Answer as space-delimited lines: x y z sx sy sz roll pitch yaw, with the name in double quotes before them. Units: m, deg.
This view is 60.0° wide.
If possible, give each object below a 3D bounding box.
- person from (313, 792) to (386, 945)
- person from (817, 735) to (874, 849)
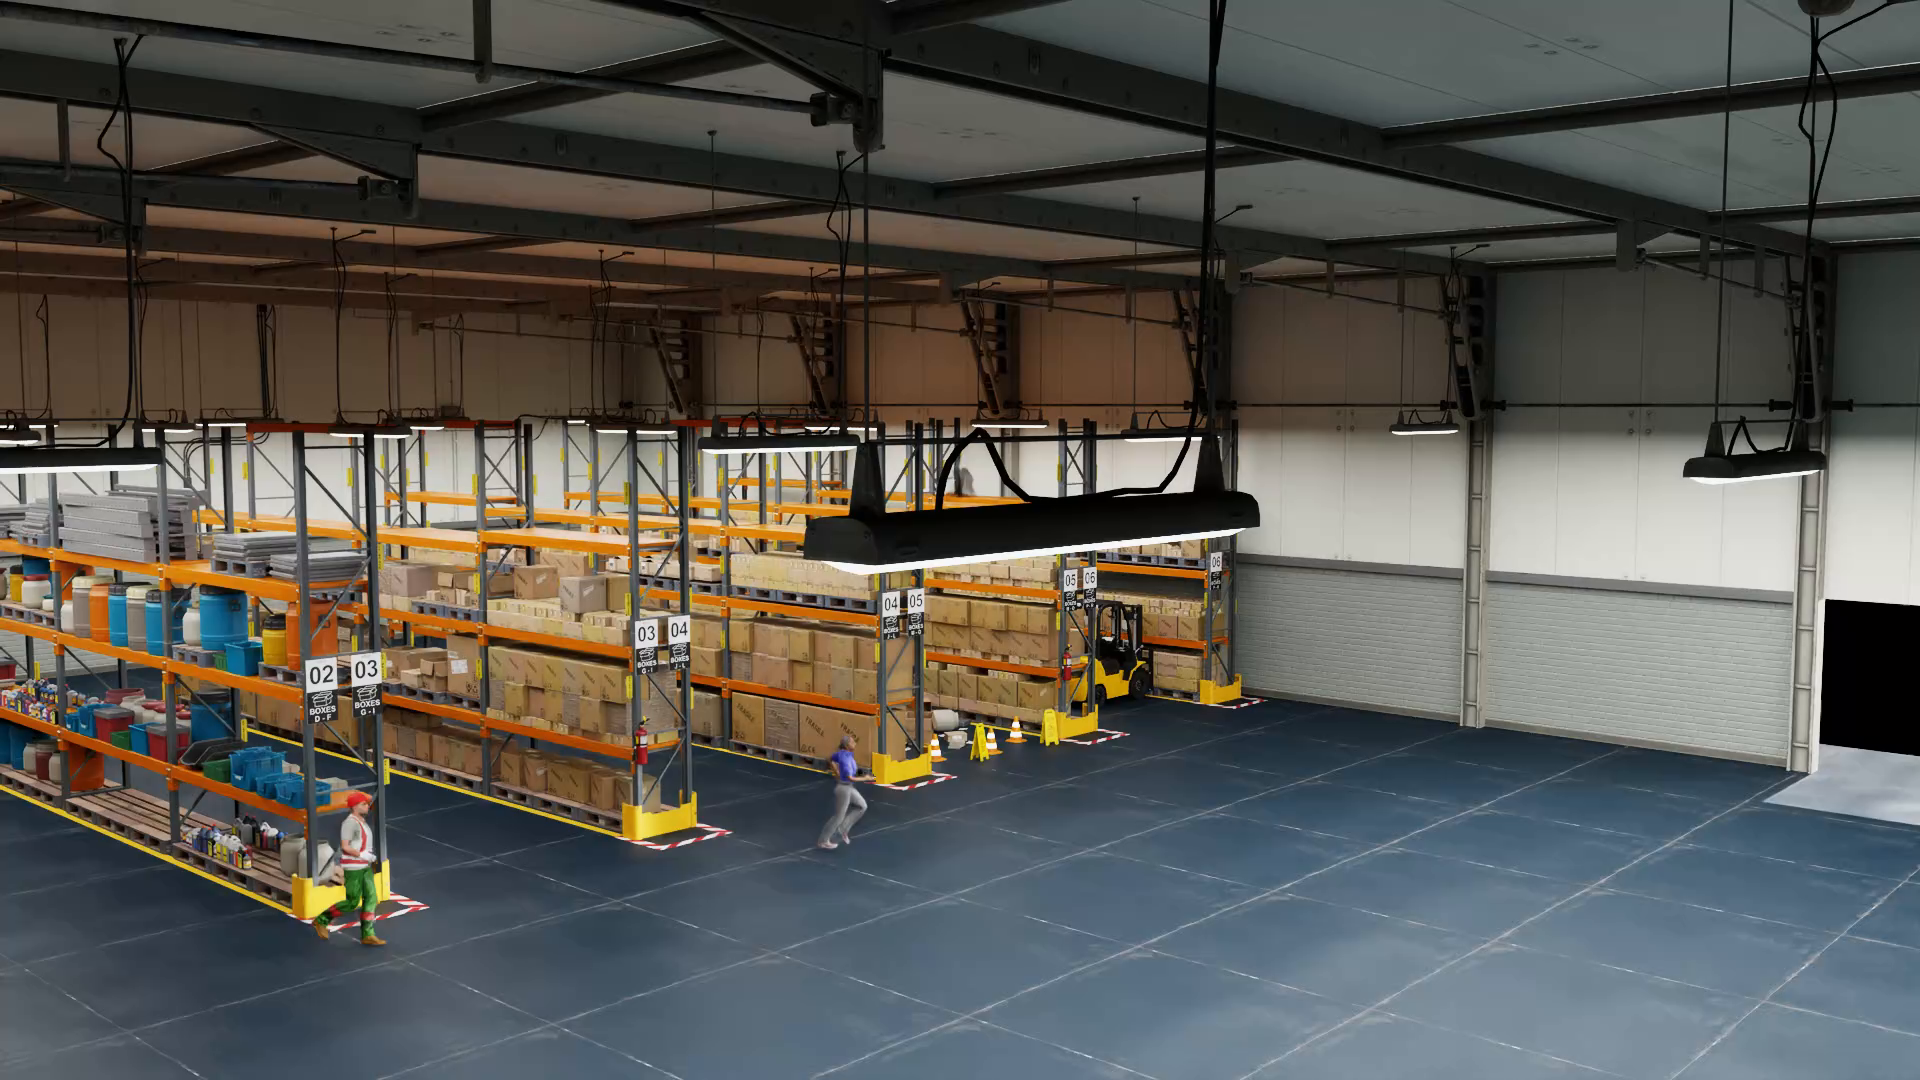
"person" -7.160 3.856 19.577 0.857 1.762 0.693 0 5 -3
"person" -1.629 3.568 23.693 0.817 1.608 0.588 0 5 -3
